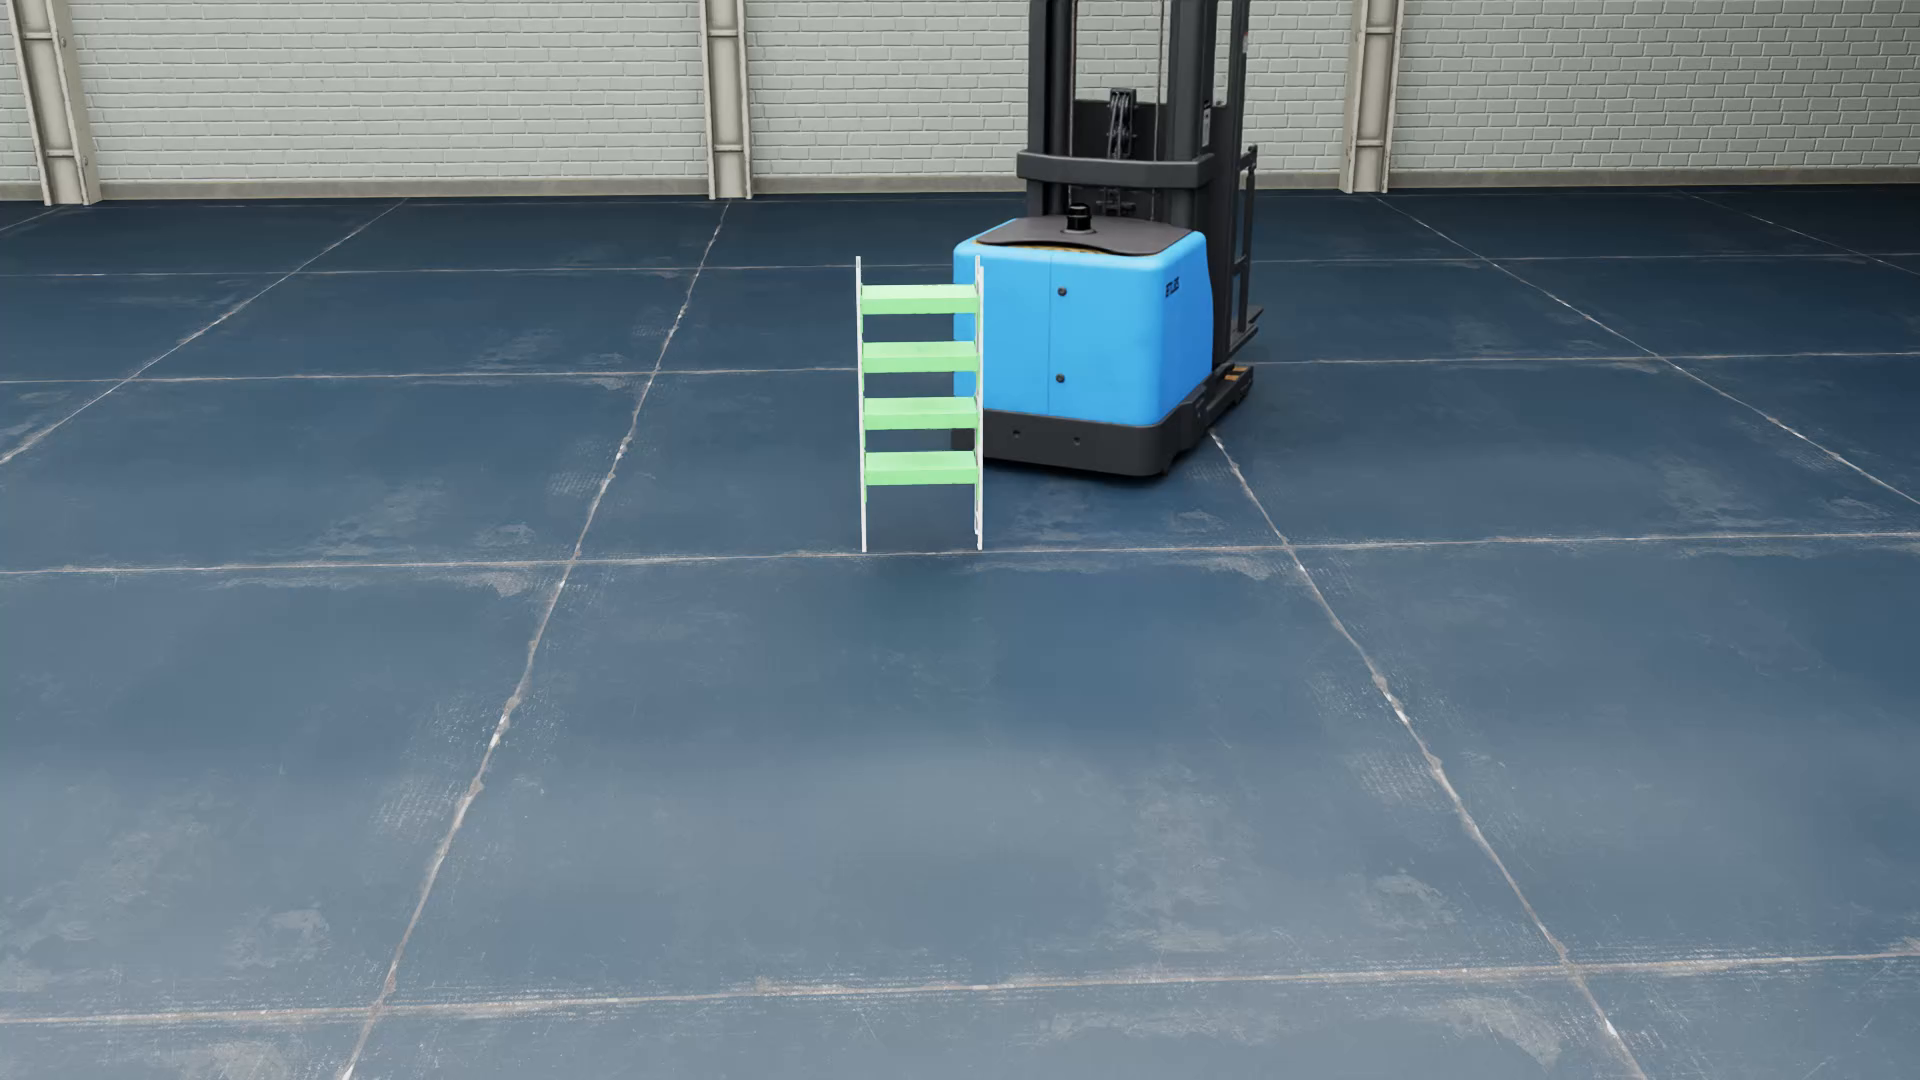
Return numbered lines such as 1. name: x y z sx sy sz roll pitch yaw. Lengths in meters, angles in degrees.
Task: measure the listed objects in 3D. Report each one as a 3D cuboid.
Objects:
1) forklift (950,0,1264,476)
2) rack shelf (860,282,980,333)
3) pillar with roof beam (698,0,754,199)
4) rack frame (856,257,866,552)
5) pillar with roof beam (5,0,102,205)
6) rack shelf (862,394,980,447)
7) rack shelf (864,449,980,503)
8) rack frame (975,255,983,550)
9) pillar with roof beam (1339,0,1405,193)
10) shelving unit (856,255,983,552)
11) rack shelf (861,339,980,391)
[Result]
1. forklift: 0.984 -2.154 8.660 1.130 2.935 3.031 8 22 21
2. rack shelf: -0.165 -0.946 6.751 0.480 0.148 0.258 -1 21 -3
3. pillar with roof beam: -1.894 -5.898 9.966 0.400 9.000 9.100 -1 21 -3
4. rack frame: -0.409 -0.552 6.886 0.015 1.200 0.240 -1 21 -3
5. pillar with roof beam: -7.884 -5.777 9.646 0.400 9.000 9.100 -1 21 -3
6. rack shelf: -0.165 -0.498 6.921 0.480 0.148 0.258 -1 21 -3
7. rack shelf: -0.165 -0.273 7.007 0.480 0.148 0.258 -1 21 -3
8. rack frame: 0.078 -0.562 6.912 0.015 1.200 0.240 -1 21 -3
9. pillar with roof beam: 4.096 -6.020 10.287 0.400 9.000 9.100 -1 21 -3
10. shelving unit: -0.165 -0.557 6.899 0.503 1.200 0.258 -1 21 -3
11. rack shelf: -0.165 -0.722 6.836 0.480 0.148 0.258 -1 21 -3
